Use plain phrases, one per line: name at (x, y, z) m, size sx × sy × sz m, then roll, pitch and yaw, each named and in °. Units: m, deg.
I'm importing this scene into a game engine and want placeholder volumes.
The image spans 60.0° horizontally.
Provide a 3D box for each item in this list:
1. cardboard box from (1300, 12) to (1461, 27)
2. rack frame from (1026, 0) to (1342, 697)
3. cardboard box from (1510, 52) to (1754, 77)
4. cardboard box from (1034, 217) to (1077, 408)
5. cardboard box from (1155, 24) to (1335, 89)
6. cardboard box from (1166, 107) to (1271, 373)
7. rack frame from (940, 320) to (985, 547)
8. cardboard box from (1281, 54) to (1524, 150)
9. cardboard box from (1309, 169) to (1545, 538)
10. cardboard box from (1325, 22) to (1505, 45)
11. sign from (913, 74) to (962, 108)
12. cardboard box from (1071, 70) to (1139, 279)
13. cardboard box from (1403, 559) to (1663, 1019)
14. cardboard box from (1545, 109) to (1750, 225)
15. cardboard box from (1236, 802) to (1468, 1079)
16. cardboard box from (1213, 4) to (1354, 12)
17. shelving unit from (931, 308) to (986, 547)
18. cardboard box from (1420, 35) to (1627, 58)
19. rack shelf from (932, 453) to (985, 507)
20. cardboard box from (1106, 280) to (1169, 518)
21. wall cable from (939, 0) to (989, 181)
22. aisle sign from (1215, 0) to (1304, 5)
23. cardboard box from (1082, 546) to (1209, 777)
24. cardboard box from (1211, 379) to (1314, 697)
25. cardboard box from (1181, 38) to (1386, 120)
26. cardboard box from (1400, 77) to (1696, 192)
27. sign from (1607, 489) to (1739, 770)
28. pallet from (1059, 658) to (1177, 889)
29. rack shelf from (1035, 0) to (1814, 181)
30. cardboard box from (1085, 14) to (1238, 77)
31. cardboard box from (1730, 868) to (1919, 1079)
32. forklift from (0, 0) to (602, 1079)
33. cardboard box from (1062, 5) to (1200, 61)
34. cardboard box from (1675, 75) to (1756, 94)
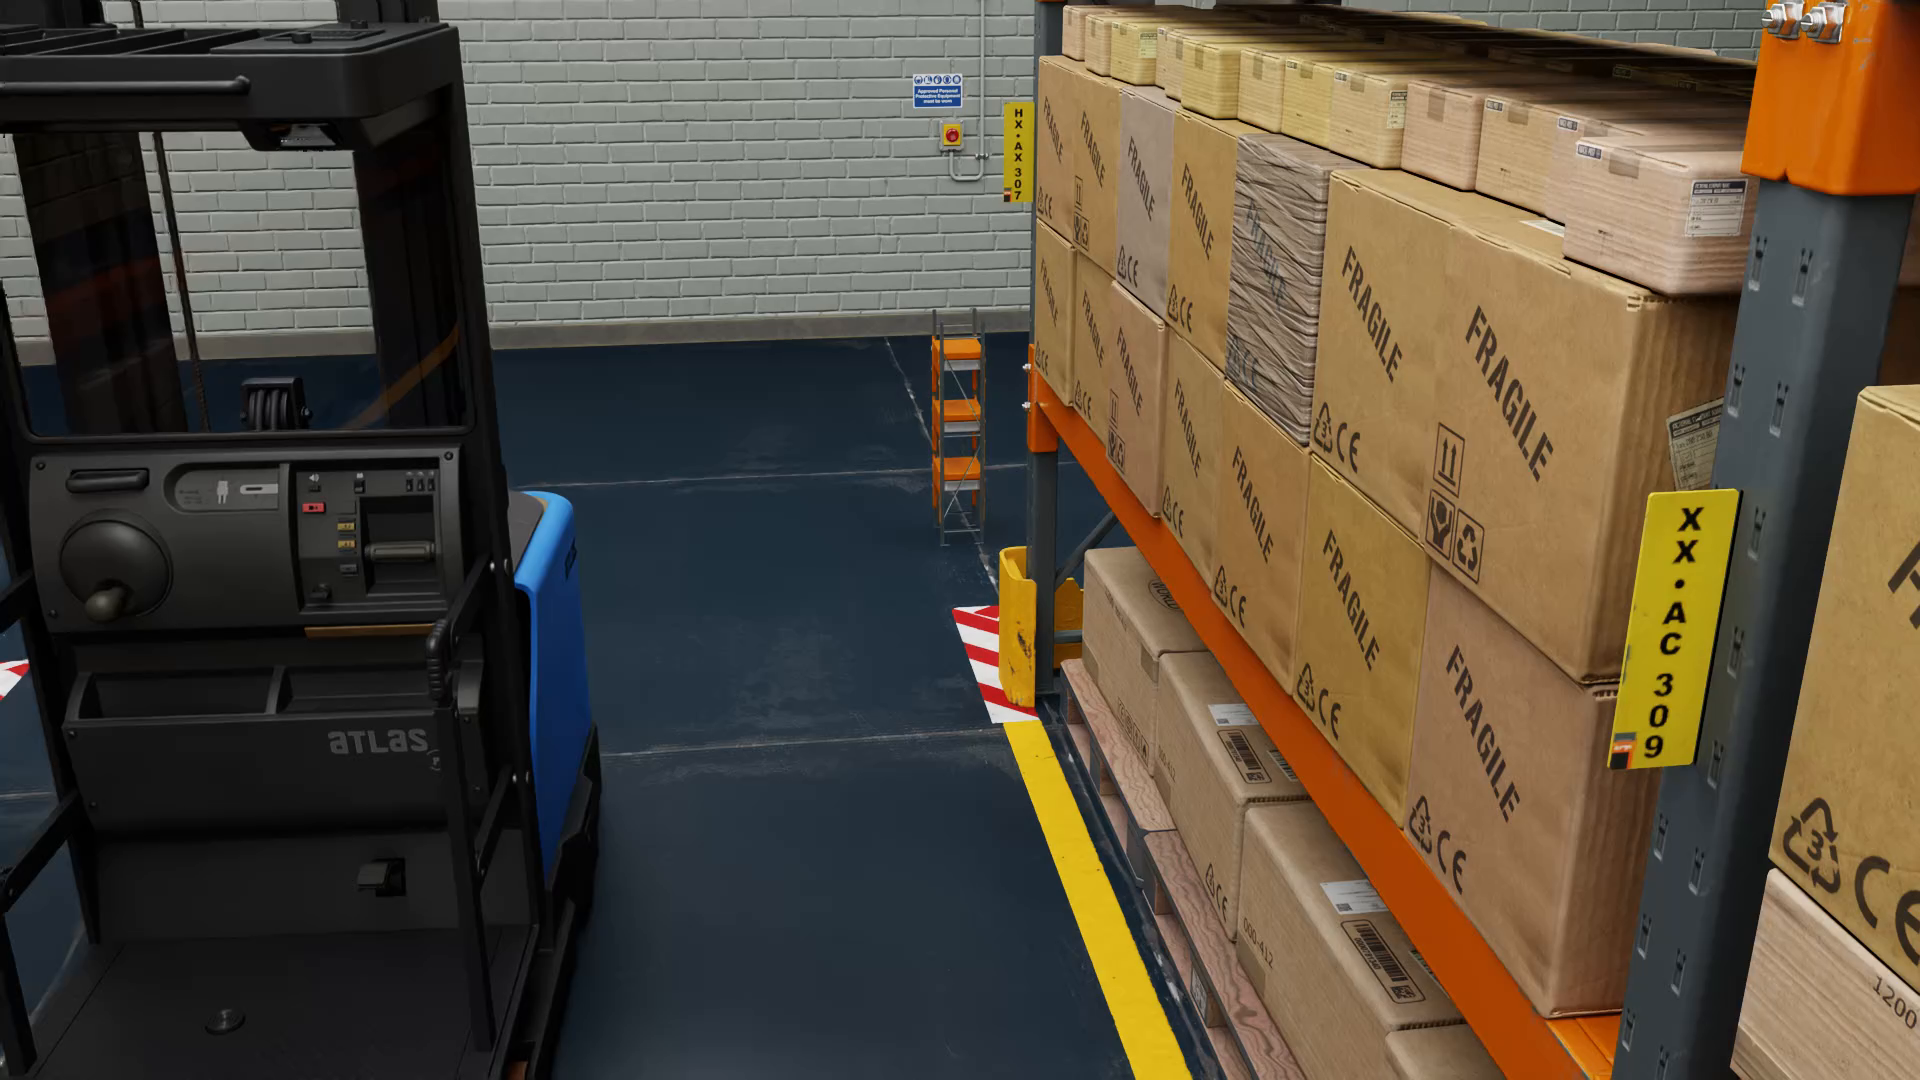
cardboard box at (1.176, -1.403, 4.685) m, size 0.380 × 0.149 × 0.250 m, roll -3°, pitch 21°, yaw -8°
rack frame at (0.745, -0.869, 5.757) m, size 1.000 × 3.000 × 0.127 m, roll -3°, pitch 21°, yaw -8°
cardboard box at (1.299, -0.866, 3.248) m, size 0.380 × 0.149 × 0.250 m, roll -3°, pitch 21°, yaw -8°
cardboard box at (0.530, -0.736, 5.256) m, size 0.500 × 0.500 × 0.500 m, roll -3°, pitch 21°, yaw -8°
cardboard box at (0.701, -1.190, 4.117) m, size 0.380 × 0.149 × 0.250 m, roll -3°, pitch 21°, yaw -7°
cardboard box at (0.769, -0.675, 3.665) m, size 0.500 × 0.500 × 0.500 m, roll -3°, pitch 21°, yaw -8°
rack frame at (0.010, -0.468, 7.469) m, size 0.200 × 1.050 × 0.008 m, roll -3°, pitch 21°, yaw -8°
cardboard box at (0.841, -0.840, 3.179) m, size 0.380 × 0.149 × 0.250 m, roll -3°, pitch 21°, yaw -9°
cardboard box at (0.915, -0.325, 2.728) m, size 0.500 × 0.500 × 0.500 m, roll -3°, pitch 21°, yaw -9°
cardboard box at (1.139, -1.219, 4.194) m, size 0.380 × 0.149 × 0.250 m, roll -3°, pitch 21°, yaw -8°
sign at (-0.147, -2.966, 10.984) m, size 0.327 × 0.218 × 0.001 m, roll -3°, pitch 21°, yaw -8°
cardboard box at (0.614, -1.026, 4.603) m, size 0.500 × 0.500 × 0.500 m, roll -3°, pitch 21°, yaw -9°
cardboard box at (1.002, 0.321, 2.427) m, size 0.500 × 0.500 × 0.500 m, roll -3°, pitch 21°, yaw -7°
cardboard box at (1.032, -0.491, 2.245) m, size 0.380 × 0.149 × 0.250 m, roll -2°, pitch 21°, yaw -6°
cardboard box at (1.208, 0.986, 3.850) m, size 0.875 × 0.438 × 0.875 m, roll -4°, pitch 21°, yaw -9°
cardboard box at (0.995, -1.574, 5.145) m, size 0.380 × 0.149 × 0.250 m, roll -3°, pitch 21°, yaw -7°
shelving unit at (-0.008, -0.510, 7.582) m, size 0.215 × 1.050 × 0.252 m, roll -3°, pitch 21°, yaw -8°
cardboard box at (1.253, -1.044, 3.724) m, size 0.380 × 0.149 × 0.250 m, roll -2°, pitch 21°, yaw -6°
rack shelf at (-0.008, -0.240, 7.683) m, size 0.215 × 0.259 × 0.240 m, roll -3°, pitch 21°, yaw -8°
cardboard box at (0.686, -0.385, 4.317) m, size 0.500 × 0.500 × 0.500 m, roll -3°, pitch 21°, yaw -8°
wall cable at (-0.091, -3.311, 10.798) m, size 0.585 × 1.953 × 0.123 m, roll -3°, pitch 21°, yaw -8°
aisle sign at (1.042, -2.128, 5.411) m, size 0.394 × 0.787 × 0.004 m, roll -3°, pitch 21°, yaw -8°
cardboard box at (0.939, 0.358, 5.533) m, size 0.875 × 0.438 × 0.875 m, roll -4°, pitch 21°, yaw -10°
cardboard box at (0.835, -0.030, 3.367) m, size 0.500 × 0.500 × 0.500 m, roll -3°, pitch 21°, yaw -9°
cardboard box at (0.704, -1.013, 3.641) m, size 0.380 × 0.149 × 0.250 m, roll -3°, pitch 21°, yaw -9°
cardboard box at (0.951, -0.665, 2.709) m, size 0.380 × 0.149 × 0.250 m, roll -3°, pitch 21°, yaw -8°
sign at (0.773, 0.101, 1.807) m, size 0.100 × 0.325 × 0.005 m, roll -3°, pitch 21°, yaw -8°
pallet at (0.938, 0.710, 5.514) m, size 1.003 × 0.211 × 1.213 m, roll -3°, pitch 21°, yaw -8°
rack shelf at (1.034, -1.245, 3.504) m, size 1.077 × 0.370 × 4.000 m, roll -3°, pitch 21°, yaw -8°
cardboard box at (0.555, -1.369, 4.595) m, size 0.380 × 0.149 × 0.250 m, roll -2°, pitch 21°, yaw -6°
cardboard box at (1.106, 0.518, 1.542) m, size 0.500 × 0.250 × 0.500 m, roll -4°, pitch 21°, yaw -9°
forklift at (-1.566, 0.005, 3.514) m, size 1.130 × 2.935 × 3.031 m, roll -2°, pitch 21°, yaw -4°
cardboard box at (0.523, -1.552, 5.085) m, size 0.380 × 0.149 × 0.250 m, roll -2°, pitch 21°, yaw -7°
cardboard box at (1.427, -0.689, 2.776) m, size 0.380 × 0.149 × 0.250 m, roll -3°, pitch 21°, yaw -8°
